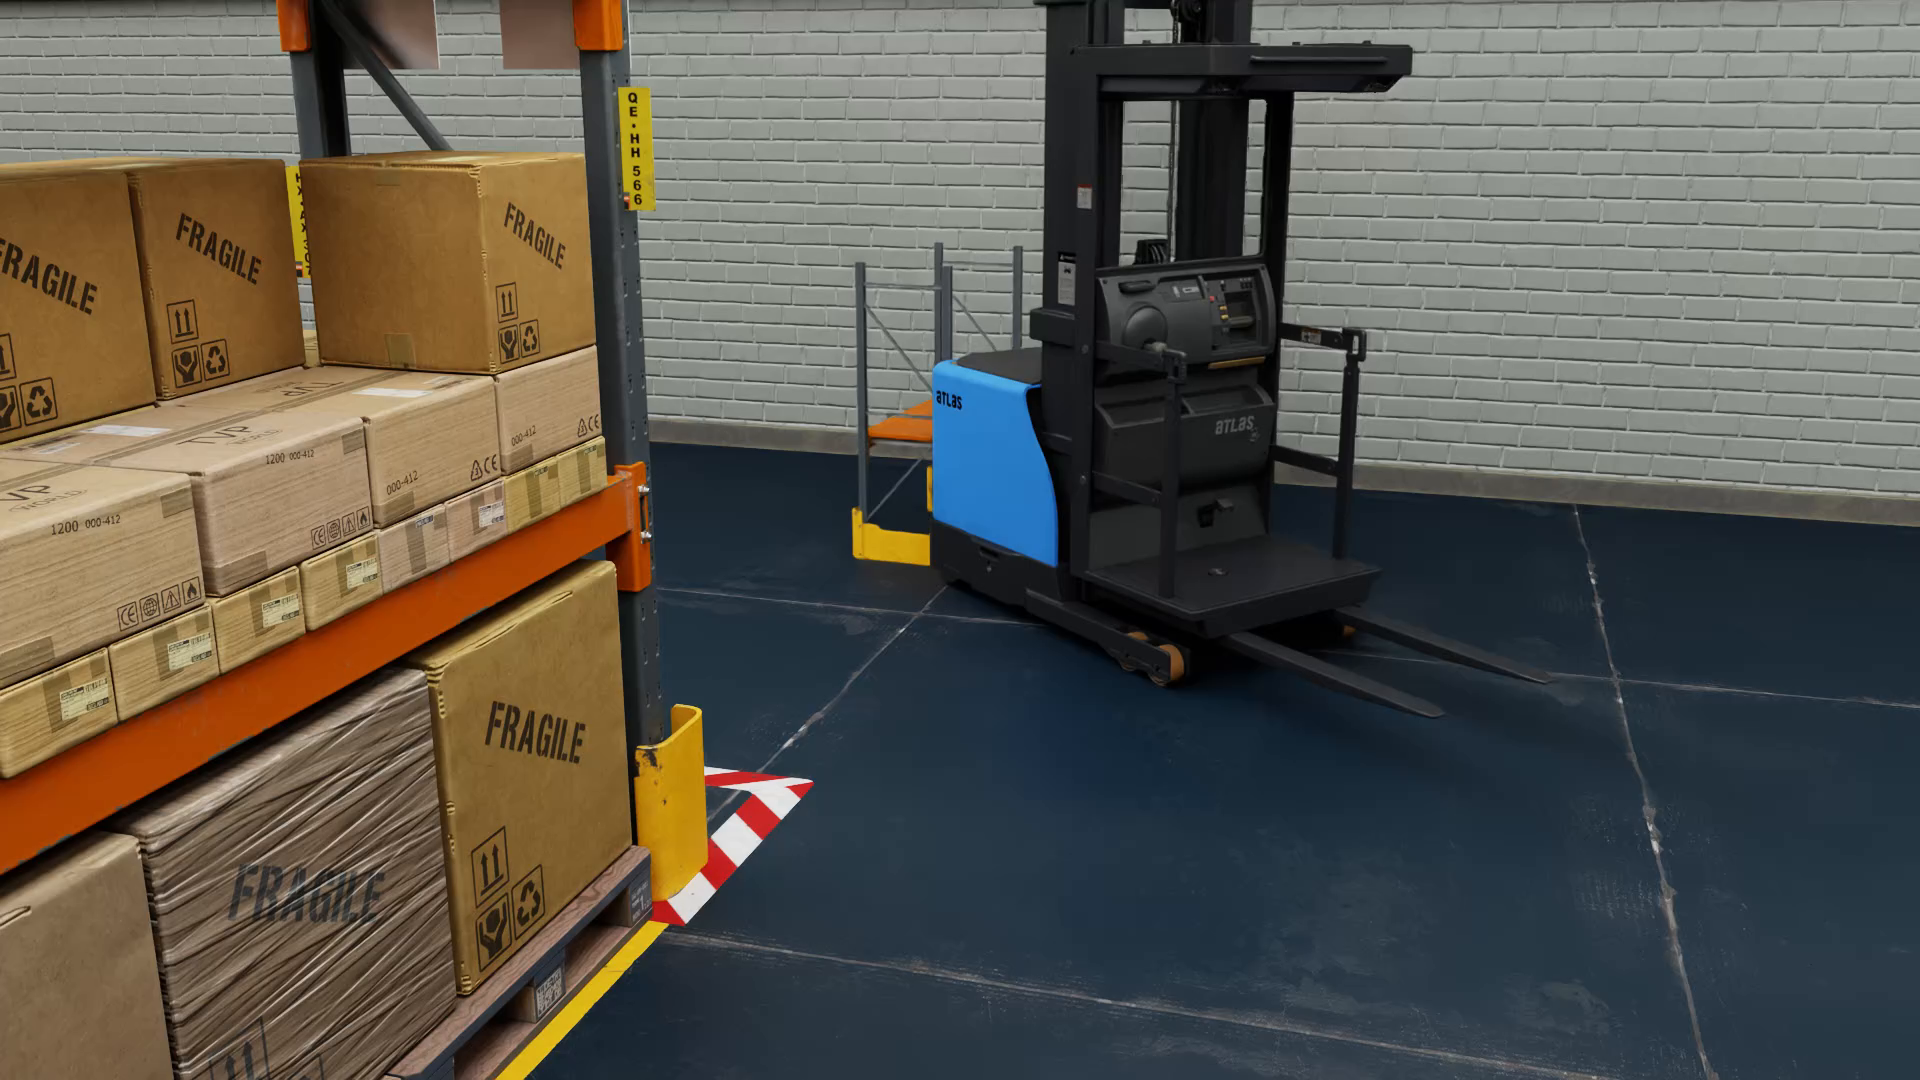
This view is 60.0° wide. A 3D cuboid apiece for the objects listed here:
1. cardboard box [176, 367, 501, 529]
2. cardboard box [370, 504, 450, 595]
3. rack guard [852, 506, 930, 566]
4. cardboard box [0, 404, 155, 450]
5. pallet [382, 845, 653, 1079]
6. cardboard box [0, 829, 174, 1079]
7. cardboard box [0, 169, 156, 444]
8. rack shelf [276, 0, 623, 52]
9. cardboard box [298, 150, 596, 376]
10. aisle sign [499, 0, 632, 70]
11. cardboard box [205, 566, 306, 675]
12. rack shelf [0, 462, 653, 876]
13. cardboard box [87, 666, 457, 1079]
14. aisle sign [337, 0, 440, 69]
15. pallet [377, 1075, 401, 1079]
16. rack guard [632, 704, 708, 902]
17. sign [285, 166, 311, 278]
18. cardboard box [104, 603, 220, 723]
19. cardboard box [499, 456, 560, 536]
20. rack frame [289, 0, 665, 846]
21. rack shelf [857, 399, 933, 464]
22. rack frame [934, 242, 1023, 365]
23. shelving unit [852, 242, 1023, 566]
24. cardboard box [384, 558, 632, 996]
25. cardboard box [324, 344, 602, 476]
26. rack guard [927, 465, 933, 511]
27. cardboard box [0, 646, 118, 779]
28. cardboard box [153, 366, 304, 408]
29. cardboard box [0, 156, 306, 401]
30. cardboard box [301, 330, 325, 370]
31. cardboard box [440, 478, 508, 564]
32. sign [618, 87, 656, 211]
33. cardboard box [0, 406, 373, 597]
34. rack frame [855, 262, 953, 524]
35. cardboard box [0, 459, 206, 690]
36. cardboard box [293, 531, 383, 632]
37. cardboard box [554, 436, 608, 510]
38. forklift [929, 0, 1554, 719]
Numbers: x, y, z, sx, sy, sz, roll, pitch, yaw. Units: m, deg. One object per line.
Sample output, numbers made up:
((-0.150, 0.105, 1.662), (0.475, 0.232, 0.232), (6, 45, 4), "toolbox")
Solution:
((-1.424, -0.226, 3.858), (0.500, 0.250, 0.500), (4, 16, 15), "cardboard box")
((-1.398, 0.004, 3.779), (0.380, 0.149, 0.250), (5, 17, 17), "cardboard box")
((-0.266, -0.015, 8.424), (0.587, 0.250, 0.087), (6, 17, 21), "rack guard")
((-2.079, -0.134, 3.533), (0.500, 0.250, 0.500), (4, 16, 14), "cardboard box")
((-1.548, 1.122, 4.487), (1.003, 0.211, 1.213), (5, 16, 16), "pallet")
((-2.013, 1.030, 2.826), (0.875, 0.875, 0.875), (5, 16, 16), "cardboard box")
((-2.075, -0.495, 3.434), (0.500, 0.500, 0.500), (4, 16, 14), "cardboard box")
((-1.964, -1.009, 2.710), (1.077, 0.370, 4.000), (5, 16, 16), "rack shelf")
((-1.282, -0.719, 4.222), (0.500, 0.500, 0.500), (5, 17, 17), "cardboard box")
((-1.088, -1.681, 4.495), (0.394, 0.787, 0.004), (5, 16, 16), "aisle sign")
((-1.544, 0.140, 3.300), (0.380, 0.149, 0.250), (5, 16, 16), "cardboard box")
((-1.964, 0.434, 3.119), (1.077, 0.370, 4.000), (5, 16, 16), "rack shelf")
((-1.760, 0.797, 3.647), (0.875, 0.875, 0.875), (5, 16, 16), "cardboard box")
((-1.663, -1.728, 4.660), (0.394, 0.787, 0.004), (5, 16, 16), "aisle sign")
((-1.897, 1.440, 3.366), (1.003, 0.211, 1.213), (5, 16, 16), "pallet")
((-1.389, 0.761, 5.229), (1.175, 0.500, 0.348), (5, 16, 16), "rack guard")
((-1.926, -0.934, 4.894), (0.100, 0.325, 0.005), (5, 16, 16), "sign")
((-1.616, 0.205, 3.072), (0.380, 0.149, 0.250), (5, 17, 17), "cardboard box")
((-1.254, -0.127, 4.241), (0.380, 0.149, 0.250), (5, 17, 16), "cardboard box")
((-1.396, -0.435, 4.866), (1.000, 3.000, 0.127), (5, 16, 16), "rack frame")
((-0.088, -0.567, 8.741), (0.538, 0.185, 1.000), (6, 17, 21), "rack shelf")
((0.097, -0.870, 9.147), (0.500, 1.500, 0.032), (6, 17, 21), "rack frame")
((-0.085, -0.743, 8.700), (0.587, 1.500, 1.083), (6, 17, 21), "shelving unit")
((-1.501, 0.559, 4.486), (0.875, 0.875, 0.875), (5, 16, 16), "cardboard box")
((-1.279, -0.359, 4.326), (0.500, 0.250, 0.500), (4, 16, 15), "cardboard box")
((0.096, -0.268, 9.316), (0.587, 0.250, 0.087), (6, 17, 21), "rack guard")
((-1.688, 0.273, 2.831), (0.380, 0.149, 0.250), (4, 16, 14), "cardboard box")
((-1.933, -0.265, 3.996), (0.500, 0.250, 0.500), (4, 16, 15), "cardboard box")
((-1.933, -0.631, 3.913), (0.500, 0.500, 0.500), (4, 16, 15), "cardboard box")
((-1.791, -0.401, 4.477), (0.500, 0.250, 0.500), (4, 16, 14), "cardboard box")
((-1.327, -0.061, 4.009), (0.380, 0.149, 0.250), (5, 16, 16), "cardboard box")
((-0.880, -1.060, 4.514), (0.100, 0.325, 0.005), (5, 16, 16), "sign")
((-1.568, -0.093, 3.389), (0.500, 0.250, 0.500), (4, 16, 14), "cardboard box")
((-0.274, -0.611, 8.236), (0.500, 1.500, 0.032), (6, 17, 21), "rack frame")
((-1.712, 0.044, 2.907), (0.500, 0.250, 0.500), (5, 16, 16), "cardboard box")
((-1.470, 0.072, 3.539), (0.380, 0.149, 0.250), (4, 16, 15), "cardboard box")
((-1.182, -0.195, 4.482), (0.380, 0.149, 0.250), (5, 17, 17), "cardboard box")
((1.091, -0.968, 6.870), (1.130, 2.935, 3.031), (-10, 19, -32), "forklift")
